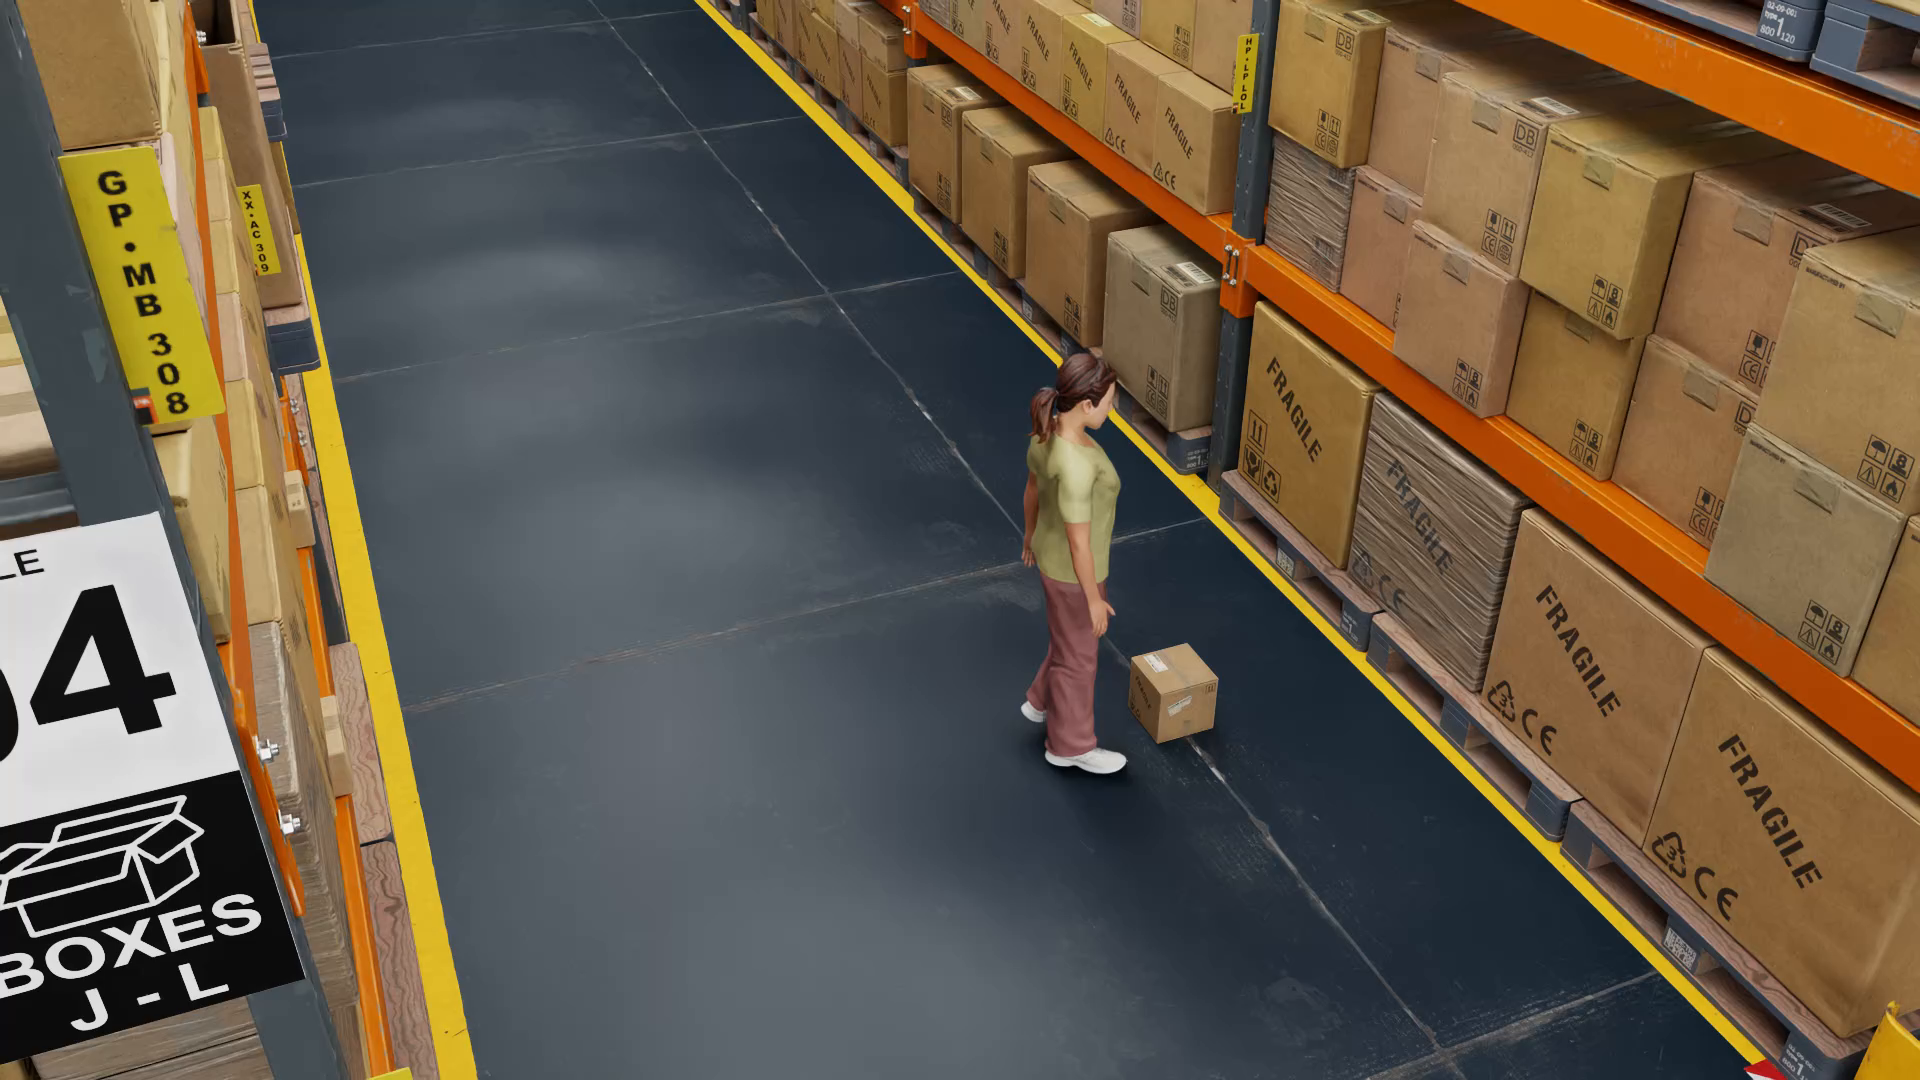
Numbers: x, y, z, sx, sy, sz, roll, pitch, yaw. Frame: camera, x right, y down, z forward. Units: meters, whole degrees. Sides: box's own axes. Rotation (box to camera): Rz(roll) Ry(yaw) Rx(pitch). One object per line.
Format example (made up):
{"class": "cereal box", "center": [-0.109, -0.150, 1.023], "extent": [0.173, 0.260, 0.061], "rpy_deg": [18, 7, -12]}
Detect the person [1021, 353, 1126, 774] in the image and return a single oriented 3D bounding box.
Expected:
{"class": "person", "center": [0.412, 0.118, 5.951], "extent": [0.392, 1.703, 0.531], "rpy_deg": [-6, 34, -10]}
